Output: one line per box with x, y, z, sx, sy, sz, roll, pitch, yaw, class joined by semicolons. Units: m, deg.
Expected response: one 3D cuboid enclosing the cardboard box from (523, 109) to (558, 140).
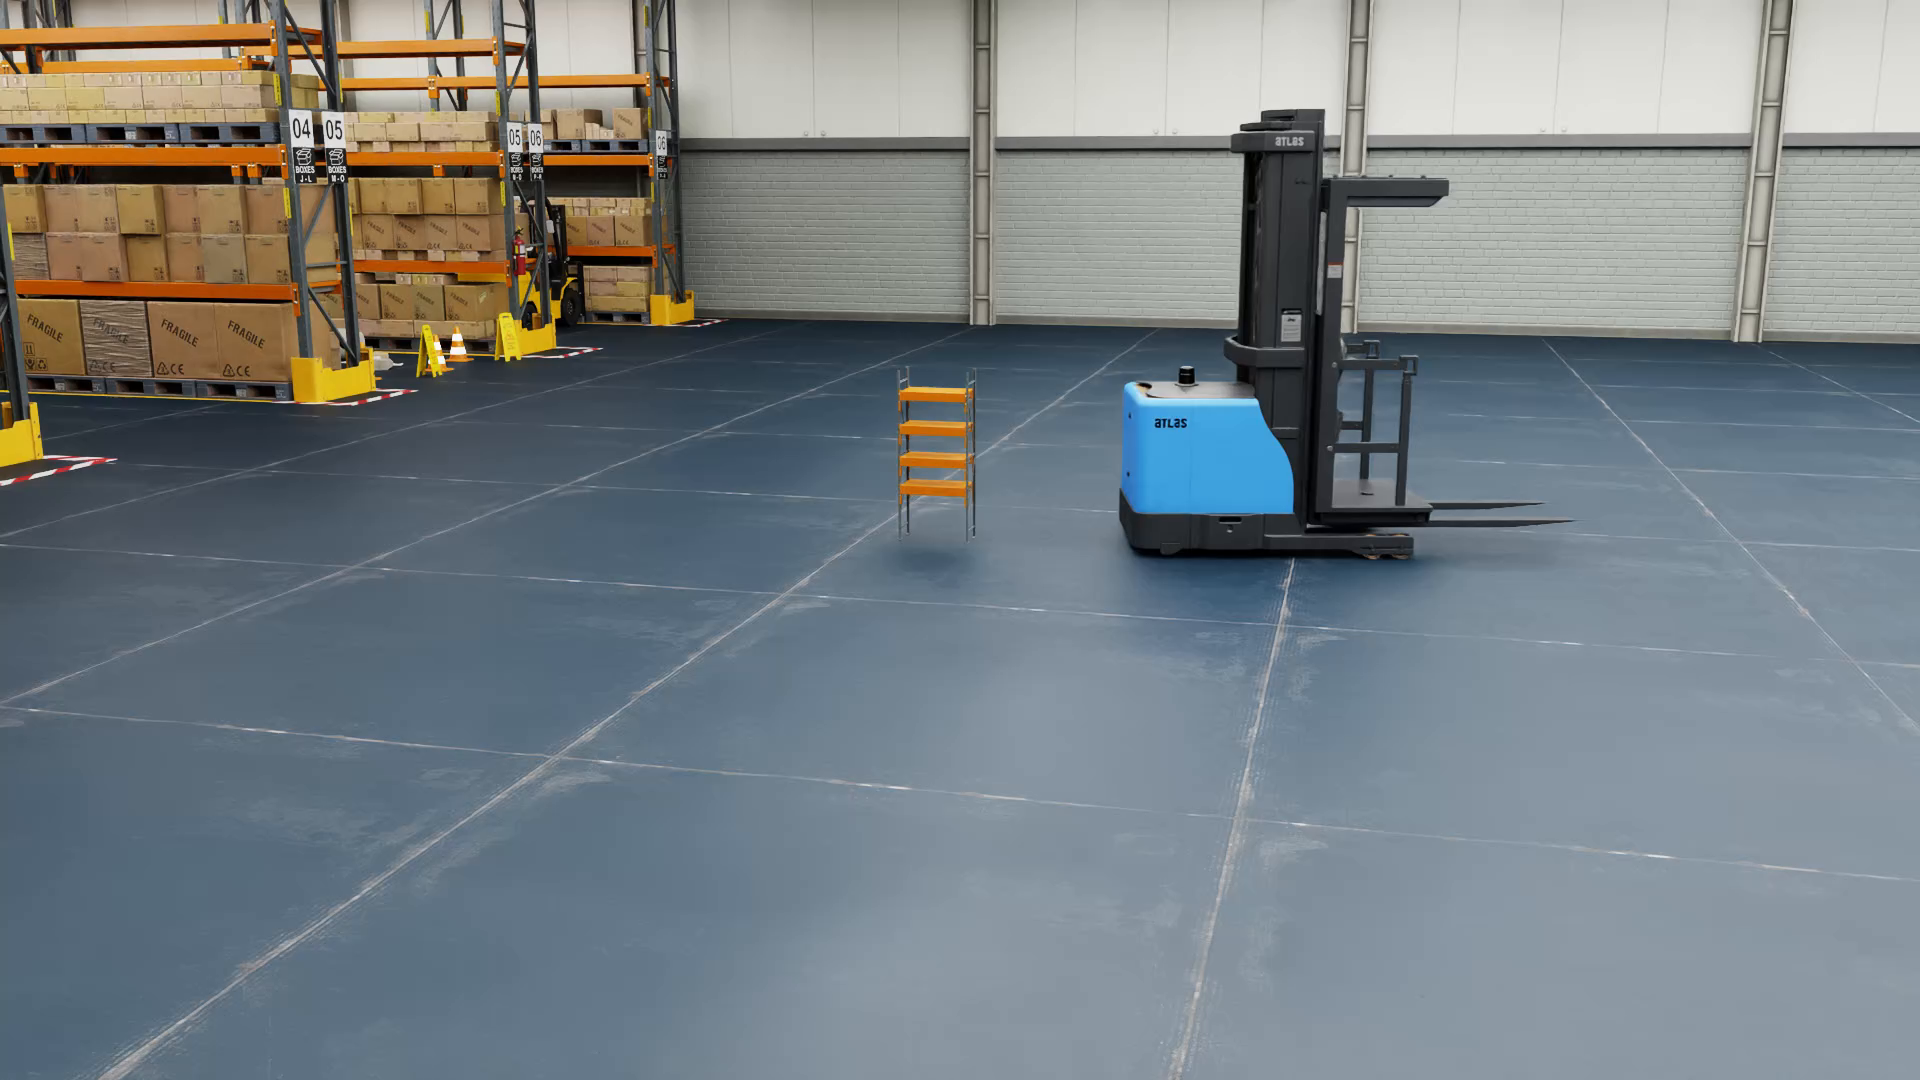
-6.991;-7.077;28.342;0.637;0.503;0.797;3;13;15;cardboard box

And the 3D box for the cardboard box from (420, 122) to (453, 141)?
-7.205;-5.715;23.304;0.500;0.250;0.500;3;13;13;cardboard box

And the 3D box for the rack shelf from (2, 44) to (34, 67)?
-13.072;-5.828;19.808;4.000;0.370;1.077;3;13;14;rack shelf

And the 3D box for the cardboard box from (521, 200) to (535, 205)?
-7.349;-5.813;28.595;0.250;0.149;0.380;3;13;13;cardboard box

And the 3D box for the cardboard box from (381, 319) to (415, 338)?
-8.019;-3.083;24.081;0.500;0.250;0.500;3;13;12;cardboard box

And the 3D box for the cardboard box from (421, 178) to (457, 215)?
-7.197;-4.871;23.535;0.500;0.500;0.700;3;13;14;cardboard box

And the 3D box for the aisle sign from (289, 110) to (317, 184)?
-7.250;-4.336;18.351;0.004;0.787;0.394;3;13;14;aisle sign

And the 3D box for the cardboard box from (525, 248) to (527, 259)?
-6.439;-4.119;23.952;0.250;0.149;0.380;3;13;14;cardboard box

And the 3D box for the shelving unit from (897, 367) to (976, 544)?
-0.161;-0.594;11.643;0.503;1.200;0.258;3;13;14;shelving unit

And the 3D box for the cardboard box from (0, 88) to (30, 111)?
-10.723;-5.047;19.092;0.500;0.250;0.500;3;13;14;cardboard box

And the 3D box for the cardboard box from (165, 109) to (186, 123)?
-8.639;-4.728;18.574;0.250;0.149;0.380;3;13;13;cardboard box

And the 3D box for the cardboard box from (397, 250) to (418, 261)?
-7.832;-4.083;23.794;0.250;0.149;0.380;3;13;13;cardboard box

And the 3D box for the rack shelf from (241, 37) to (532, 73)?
-8.101;-6.860;23.545;4.000;0.370;1.077;3;13;14;rack shelf

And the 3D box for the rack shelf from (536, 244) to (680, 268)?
-6.915;-4.977;28.900;4.000;0.370;1.077;3;13;14;rack shelf

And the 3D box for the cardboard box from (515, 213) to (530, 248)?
-6.552;-4.457;23.979;0.500;0.500;0.500;3;13;13;cardboard box

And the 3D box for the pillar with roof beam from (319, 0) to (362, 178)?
-12.290;-7.785;26.045;0.400;9.000;9.100;3;13;14;pillar with roof beam

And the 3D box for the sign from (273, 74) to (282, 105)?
-7.390;-4.878;18.010;0.005;0.325;0.100;3;13;14;sign

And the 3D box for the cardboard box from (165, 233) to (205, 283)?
-8.671;-3.296;19.319;0.550;0.550;0.875;3;13;14;cardboard box

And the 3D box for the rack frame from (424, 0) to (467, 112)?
-8.857;-8.360;28.640;0.127;3.000;1.000;3;13;14;rack frame

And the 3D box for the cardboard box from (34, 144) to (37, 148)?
-13.661;-5.885;24.988;0.250;0.149;0.380;3;13;14;cardboard box

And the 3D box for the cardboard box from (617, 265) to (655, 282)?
-5.495;-4.533;28.310;0.500;0.250;0.500;4;13;15;cardboard box

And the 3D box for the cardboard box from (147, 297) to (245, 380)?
-8.776;-2.368;19.418;0.875;0.875;0.875;3;13;13;cardboard box

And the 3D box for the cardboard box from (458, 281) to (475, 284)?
-7.408;-3.536;24.394;0.500;0.500;0.500;3;13;11;cardboard box

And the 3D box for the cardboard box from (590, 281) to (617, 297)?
-6.005;-4.319;28.498;0.500;0.250;0.500;3;13;13;cardboard box

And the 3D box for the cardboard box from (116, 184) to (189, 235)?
-9.211;-3.829;19.225;0.500;0.550;0.875;3;13;14;cardboard box

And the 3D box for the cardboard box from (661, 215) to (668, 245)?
-5.388;-5.357;28.723;0.500;0.500;0.500;3;13;15;cardboard box

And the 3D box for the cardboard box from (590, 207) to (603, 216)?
-6.107;-5.597;28.308;0.250;0.149;0.380;3;13;13;cardboard box

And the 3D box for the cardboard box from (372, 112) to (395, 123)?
-8.055;-5.939;23.391;0.250;0.149;0.380;3;13;15;cardboard box

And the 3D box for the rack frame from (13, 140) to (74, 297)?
-13.926;-4.595;25.520;0.127;3.000;1.000;3;13;14;rack frame

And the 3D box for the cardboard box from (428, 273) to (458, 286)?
-7.372;-3.717;23.712;0.250;0.149;0.380;3;13;15;cardboard box

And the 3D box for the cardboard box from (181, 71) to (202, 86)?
-8.398;-5.104;18.429;0.250;0.149;0.380;3;13;14;cardboard box

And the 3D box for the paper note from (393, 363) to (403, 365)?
-7.554;-2.361;22.305;0.142;0.019;0.148;-1;13;-6;paper note

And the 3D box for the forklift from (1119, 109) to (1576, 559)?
2.672;-1.417;11.354;3.031;2.935;1.130;0;13;0;forklift

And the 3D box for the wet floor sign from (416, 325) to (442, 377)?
-6.744;-2.399;21.058;0.232;0.644;0.267;1;13;4;wet floor sign

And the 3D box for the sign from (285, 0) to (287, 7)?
-9.895;-7.924;24.335;0.005;0.325;0.100;3;13;14;sign

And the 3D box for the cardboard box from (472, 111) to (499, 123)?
-6.558;-5.866;23.064;0.250;0.149;0.380;3;13;14;cardboard box

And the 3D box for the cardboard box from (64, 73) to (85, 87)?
-9.868;-5.183;18.785;0.250;0.149;0.380;3;13;14;cardboard box

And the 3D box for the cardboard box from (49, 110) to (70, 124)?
-10.121;-4.807;18.930;0.250;0.149;0.380;3;13;13;cardboard box

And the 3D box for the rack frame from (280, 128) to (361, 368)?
-7.247;-3.134;18.933;0.127;3.000;1.000;3;13;14;rack frame

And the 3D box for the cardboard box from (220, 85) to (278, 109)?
-7.789;-4.891;18.386;0.500;0.250;0.500;3;13;14;cardboard box

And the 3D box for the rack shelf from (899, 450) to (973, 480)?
-0.161;-0.529;11.657;0.480;0.148;0.258;3;13;14;rack shelf

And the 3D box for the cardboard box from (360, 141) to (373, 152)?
-8.299;-5.581;23.619;0.250;0.149;0.380;3;13;14;cardboard box

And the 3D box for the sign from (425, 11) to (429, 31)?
-8.975;-8.740;28.013;0.005;0.325;0.100;3;13;14;sign

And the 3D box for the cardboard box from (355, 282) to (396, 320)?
-8.509;-3.476;24.125;0.500;0.500;0.500;4;13;16;cardboard box

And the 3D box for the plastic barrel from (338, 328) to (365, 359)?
-8.527;-2.711;22.976;0.512;0.421;0.421;-9;15;-35;plastic barrel

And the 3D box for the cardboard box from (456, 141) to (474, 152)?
-6.822;-5.487;23.197;0.250;0.149;0.380;3;13;14;cardboard box

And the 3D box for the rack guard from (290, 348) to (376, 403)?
-7.224;-1.912;19.199;0.348;0.500;1.175;3;13;14;rack guard

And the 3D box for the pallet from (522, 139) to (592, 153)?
-6.842;-6.750;28.512;1.213;0.211;1.003;3;13;14;pallet

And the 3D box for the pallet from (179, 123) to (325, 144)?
-7.970;-4.591;18.782;1.213;0.211;1.003;3;13;14;pallet

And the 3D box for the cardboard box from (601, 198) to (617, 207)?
-5.879;-5.723;28.189;0.250;0.149;0.380;3;13;15;cardboard box

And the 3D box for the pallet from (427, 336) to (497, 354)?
-7.013;-2.872;24.192;1.213;0.211;1.003;3;13;14;pallet
